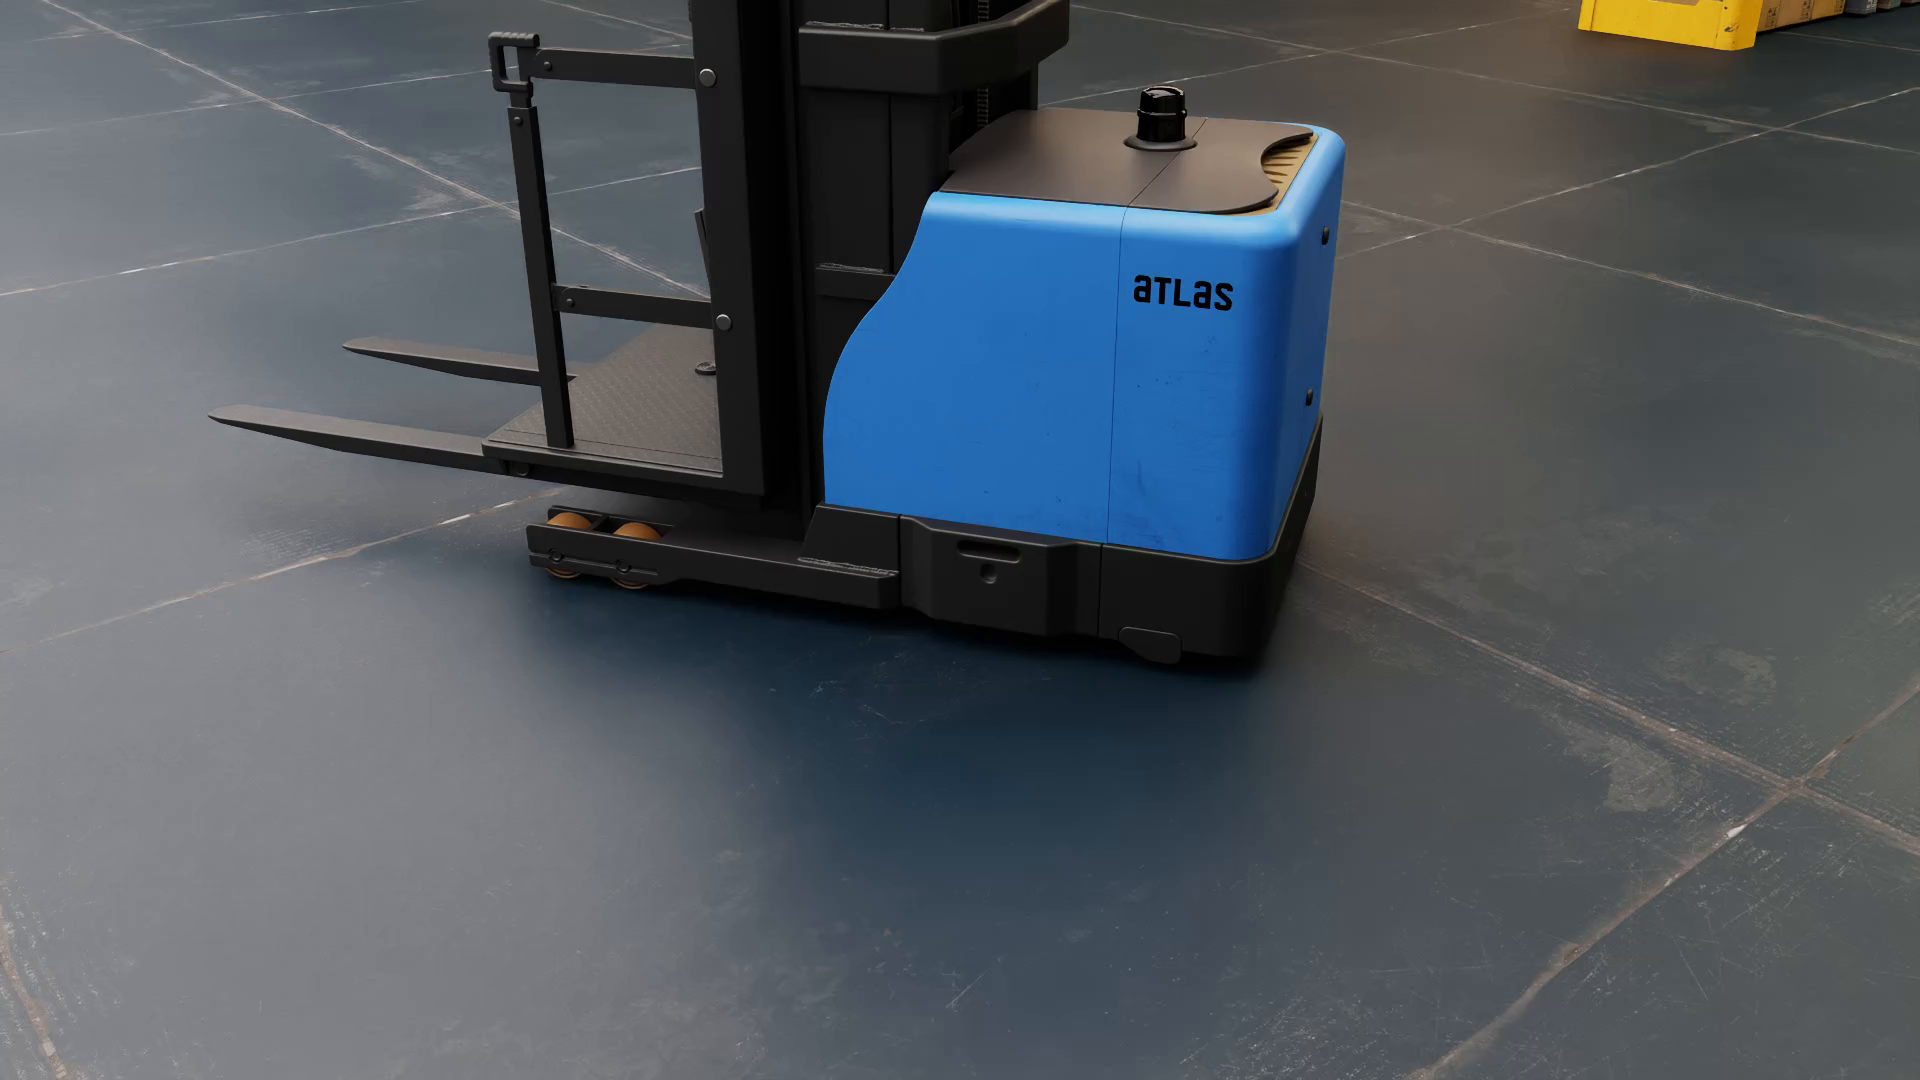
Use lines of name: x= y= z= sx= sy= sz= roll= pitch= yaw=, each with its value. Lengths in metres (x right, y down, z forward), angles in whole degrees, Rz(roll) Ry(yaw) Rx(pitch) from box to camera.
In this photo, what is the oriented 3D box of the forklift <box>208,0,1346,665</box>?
forklift: x=-0.594 y=-1.400 z=4.024 sx=3.031 sy=2.935 sz=1.130 roll=8 pitch=28 yaw=16
